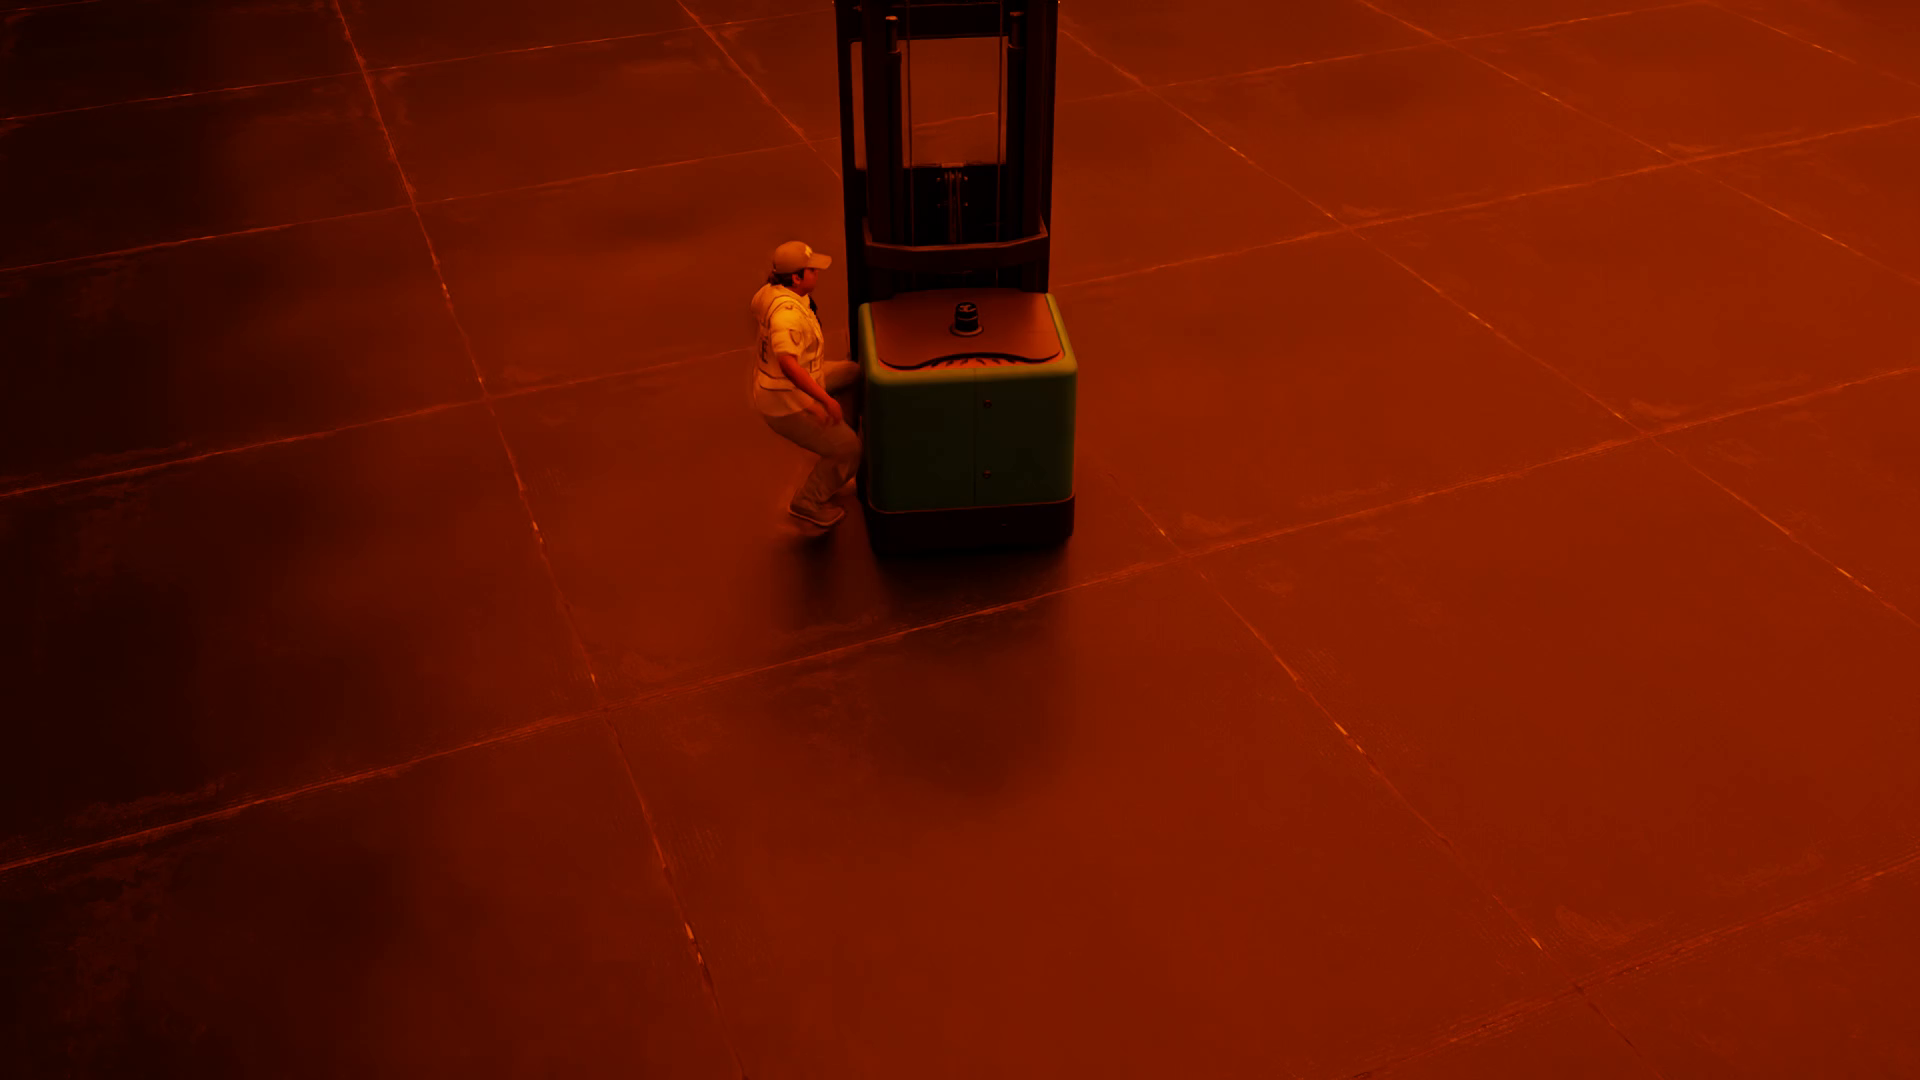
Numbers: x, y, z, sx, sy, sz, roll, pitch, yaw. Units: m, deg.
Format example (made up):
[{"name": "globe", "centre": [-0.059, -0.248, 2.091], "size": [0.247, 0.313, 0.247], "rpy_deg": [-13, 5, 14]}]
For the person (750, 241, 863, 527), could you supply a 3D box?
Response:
[{"name": "person", "centre": [-0.693, -0.794, 8.326], "size": [0.676, 1.519, 0.890], "rpy_deg": [-7, 36, -9]}]

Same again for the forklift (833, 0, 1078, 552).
[{"name": "forklift", "centre": [-0.093, -1.974, 8.875], "size": [1.130, 2.935, 3.031], "rpy_deg": [-4, 36, -5]}]
